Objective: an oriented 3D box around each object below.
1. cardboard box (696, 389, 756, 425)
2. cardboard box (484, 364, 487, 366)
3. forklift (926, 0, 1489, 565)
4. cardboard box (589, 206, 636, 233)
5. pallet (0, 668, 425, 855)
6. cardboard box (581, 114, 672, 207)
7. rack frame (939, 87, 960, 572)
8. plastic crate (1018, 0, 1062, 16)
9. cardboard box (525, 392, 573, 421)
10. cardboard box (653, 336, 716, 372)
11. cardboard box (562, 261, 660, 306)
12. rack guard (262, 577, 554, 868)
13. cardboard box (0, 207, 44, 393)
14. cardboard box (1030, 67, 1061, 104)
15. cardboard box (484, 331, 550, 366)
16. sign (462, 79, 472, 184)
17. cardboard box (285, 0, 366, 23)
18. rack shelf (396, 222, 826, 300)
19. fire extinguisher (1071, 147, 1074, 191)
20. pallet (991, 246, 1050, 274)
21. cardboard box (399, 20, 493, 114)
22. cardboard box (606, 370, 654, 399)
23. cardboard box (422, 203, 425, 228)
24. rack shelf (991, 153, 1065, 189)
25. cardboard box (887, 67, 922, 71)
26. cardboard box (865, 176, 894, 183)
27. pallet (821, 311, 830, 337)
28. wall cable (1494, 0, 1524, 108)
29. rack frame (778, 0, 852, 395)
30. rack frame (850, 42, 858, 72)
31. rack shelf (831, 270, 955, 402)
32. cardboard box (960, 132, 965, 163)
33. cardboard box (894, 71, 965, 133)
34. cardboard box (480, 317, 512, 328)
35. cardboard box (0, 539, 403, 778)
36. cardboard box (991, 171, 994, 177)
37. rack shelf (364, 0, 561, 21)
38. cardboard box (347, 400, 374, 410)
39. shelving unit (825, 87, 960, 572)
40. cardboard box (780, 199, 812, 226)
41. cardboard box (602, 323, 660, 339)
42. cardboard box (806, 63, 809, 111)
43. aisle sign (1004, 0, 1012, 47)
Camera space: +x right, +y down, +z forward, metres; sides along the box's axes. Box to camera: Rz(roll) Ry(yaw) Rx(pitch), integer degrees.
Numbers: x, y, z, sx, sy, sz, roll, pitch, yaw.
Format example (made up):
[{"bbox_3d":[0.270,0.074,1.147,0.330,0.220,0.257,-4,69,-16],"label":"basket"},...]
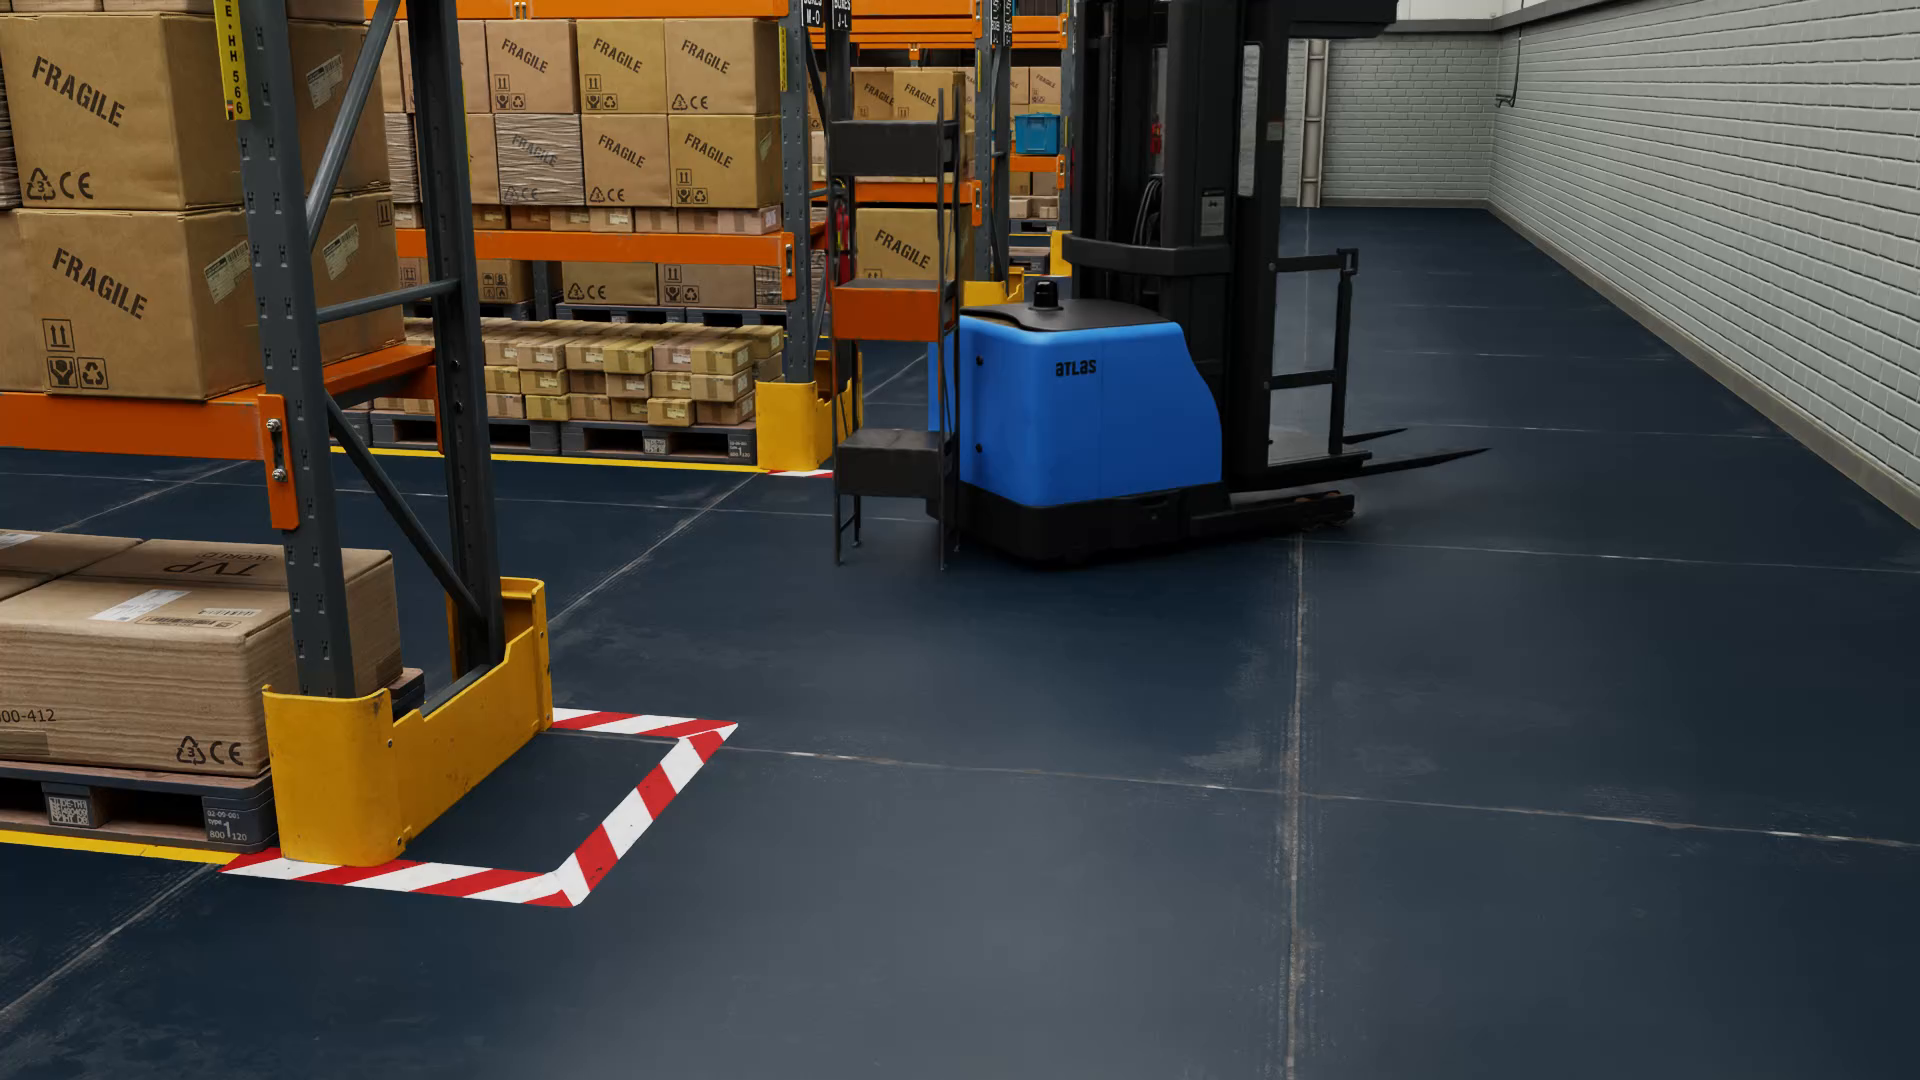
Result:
[{"bbox_3d":[-1.364,-0.788,9.770,0.250,0.149,0.380,3,16,12],"label":"cardboard box"},{"bbox_3d":[-2.924,-0.988,9.937,0.250,0.149,0.380,3,16,12],"label":"cardboard box"},{"bbox_3d":[1.366,-1.567,8.157,3.031,2.935,1.130,-9,18,-29],"label":"forklift"},{"bbox_3d":[-1.922,-1.848,9.515,0.250,0.149,0.380,4,16,13],"label":"cardboard box"},{"bbox_3d":[-2.493,0.636,5.299,1.213,0.211,1.003,3,16,11],"label":"pallet"},{"bbox_3d":[-1.802,-2.162,9.435,0.500,0.500,0.500,3,16,10],"label":"cardboard box"},{"bbox_3d":[-0.045,-0.921,7.384,0.015,2.100,0.400,3,16,10],"label":"rack frame"},{"bbox_3d":[0.946,-6.049,18.838,0.590,0.269,0.497,3,16,11],"label":"plastic crate"},{"bbox_3d":[-2.385,-0.818,9.881,0.250,0.149,0.380,2,16,9],"label":"cardboard box"},{"bbox_3d":[-1.611,-1.091,9.751,0.250,0.149,0.380,3,16,12],"label":"cardboard box"},{"bbox_3d":[-3.008,-2.613,14.999,0.875,0.875,0.875,3,16,11],"label":"cardboard box"},{"bbox_3d":[-1.671,0.521,5.176,0.348,0.500,1.175,3,16,11],"label":"rack guard"},{"bbox_3d":[-2.709,-0.721,4.787,0.500,0.500,0.500,3,16,10],"label":"cardboard box"},{"bbox_3d":[1.272,-6.377,23.336,0.500,0.500,0.500,4,16,13],"label":"cardboard box"},{"bbox_3d":[-2.642,-1.145,9.945,0.250,0.149,0.380,3,16,9],"label":"cardboard box"},{"bbox_3d":[-1.578,-1.286,5.244,0.005,0.325,0.100,3,16,11],"label":"sign"},{"bbox_3d":[-1.987,-1.619,4.943,0.250,0.149,0.380,3,16,12],"label":"cardboard box"},{"bbox_3d":[-2.767,-1.745,10.021,4.000,0.370,1.077,3,16,11],"label":"rack shelf"},{"bbox_3d":[1.325,-4.230,18.485,0.183,0.674,0.296,3,16,11],"label":"fire extinguisher"},{"bbox_3d":[0.467,-3.284,19.451,1.213,0.211,1.003,3,16,11],"label":"pallet"},{"bbox_3d":[-2.832,-2.698,9.495,0.500,0.500,0.500,3,16,9],"label":"cardboard box"},{"bbox_3d":[-1.891,-0.938,9.756,0.250,0.149,0.380,2,16,9],"label":"cardboard box"},{"bbox_3d":[-2.942,-1.917,9.765,0.250,0.149,0.380,4,16,13],"label":"cardboard box"},{"bbox_3d":[-0.692,-4.333,19.364,4.000,0.370,1.077,3,16,11],"label":"rack shelf"},{"bbox_3d":[-0.750,-6.486,23.727,0.500,0.500,0.500,3,16,9],"label":"cardboard box"},{"bbox_3d":[-0.636,-3.117,14.095,0.250,0.149,0.380,3,16,11],"label":"cardboard box"},{"bbox_3d":[-0.519,-1.956,14.658,1.213,0.211,1.003,3,16,11],"label":"pallet"},{"bbox_3d":[8.713,-8.165,26.429,0.112,2.526,3.097,3,16,11],"label":"wall cable"},{"bbox_3d":[-0.807,-1.986,9.541,0.127,3.000,1.000,3,16,11],"label":"rack frame"},{"bbox_3d":[-1.662,-6.082,24.329,0.127,3.000,1.000,3,16,11],"label":"rack frame"},{"bbox_3d":[-0.285,-0.920,7.431,0.480,0.518,0.431,3,16,10],"label":"rack shelf"},{"bbox_3d":[-0.247,-3.305,14.029,0.500,0.250,0.500,3,16,10],"label":"cardboard box"},{"bbox_3d":[-0.249,-3.667,13.932,0.500,0.500,0.500,3,16,12],"label":"cardboard box"},{"bbox_3d":[-3.033,-1.313,10.551,0.250,0.149,0.380,3,16,9],"label":"cardboard box"},{"bbox_3d":[-2.361,0.338,5.165,0.875,0.438,0.875,3,16,9],"label":"cardboard box"},{"bbox_3d":[0.526,-6.281,28.945,0.500,0.500,0.700,3,16,11],"label":"cardboard box"},{"bbox_3d":[-5.599,-4.696,15.054,4.000,0.370,1.077,3,16,11],"label":"rack shelf"},{"bbox_3d":[-3.661,-0.909,10.209,0.250,0.149,0.380,3,16,10],"label":"cardboard box"},{"bbox_3d":[-0.285,-0.933,7.427,0.503,2.100,0.431,3,16,10],"label":"shelving unit"},{"bbox_3d":[-1.059,-1.968,9.947,0.250,0.149,0.380,3,16,11],"label":"cardboard box"},{"bbox_3d":[-2.028,-1.239,10.286,0.250,0.149,0.380,2,16,8],"label":"cardboard box"},{"bbox_3d":[-1.194,-2.752,9.692,0.500,0.500,0.500,3,16,11],"label":"cardboard box"},{"bbox_3d":[0.411,-4.605,14.128,0.004,0.787,0.394,3,16,11],"label":"aisle sign"}]
